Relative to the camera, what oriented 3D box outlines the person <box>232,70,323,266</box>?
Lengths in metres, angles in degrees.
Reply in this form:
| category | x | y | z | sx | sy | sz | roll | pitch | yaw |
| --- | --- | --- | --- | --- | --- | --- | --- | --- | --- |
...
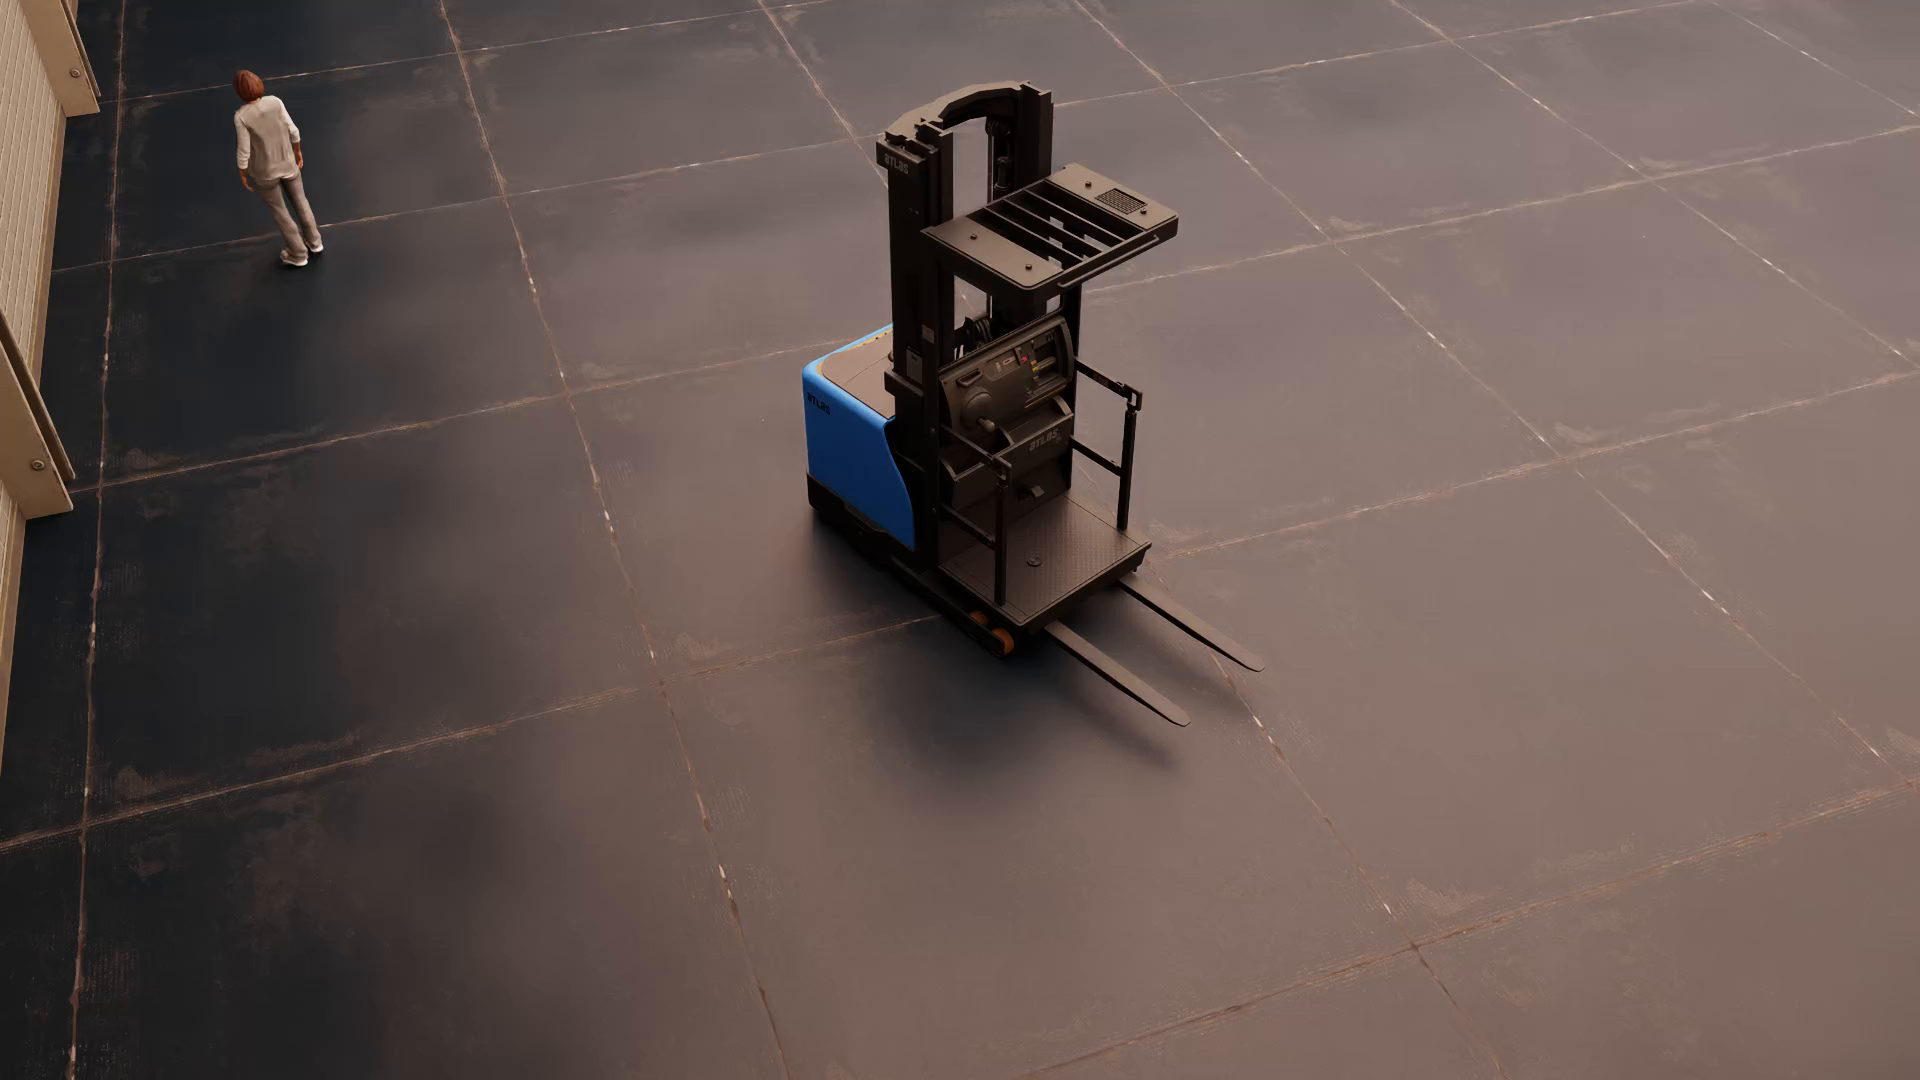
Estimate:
| category | x | y | z | sx | sy | sz | roll | pitch | yaw |
| --- | --- | --- | --- | --- | --- | --- | --- | --- | --- |
| person | -5.111 | -2.771 | 12.323 | 0.474 | 1.597 | 0.520 | 32 | 50 | 32 |

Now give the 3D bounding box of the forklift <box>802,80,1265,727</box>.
| category | x | y | z | sx | sy | sz | roll | pitch | yaw |
| --- | --- | --- | --- | --- | --- | --- | --- | --- | --- |
| forklift | 0.409 | -0.833 | 8.988 | 1.130 | 2.935 | 3.031 | -30 | 49 | -31 |
